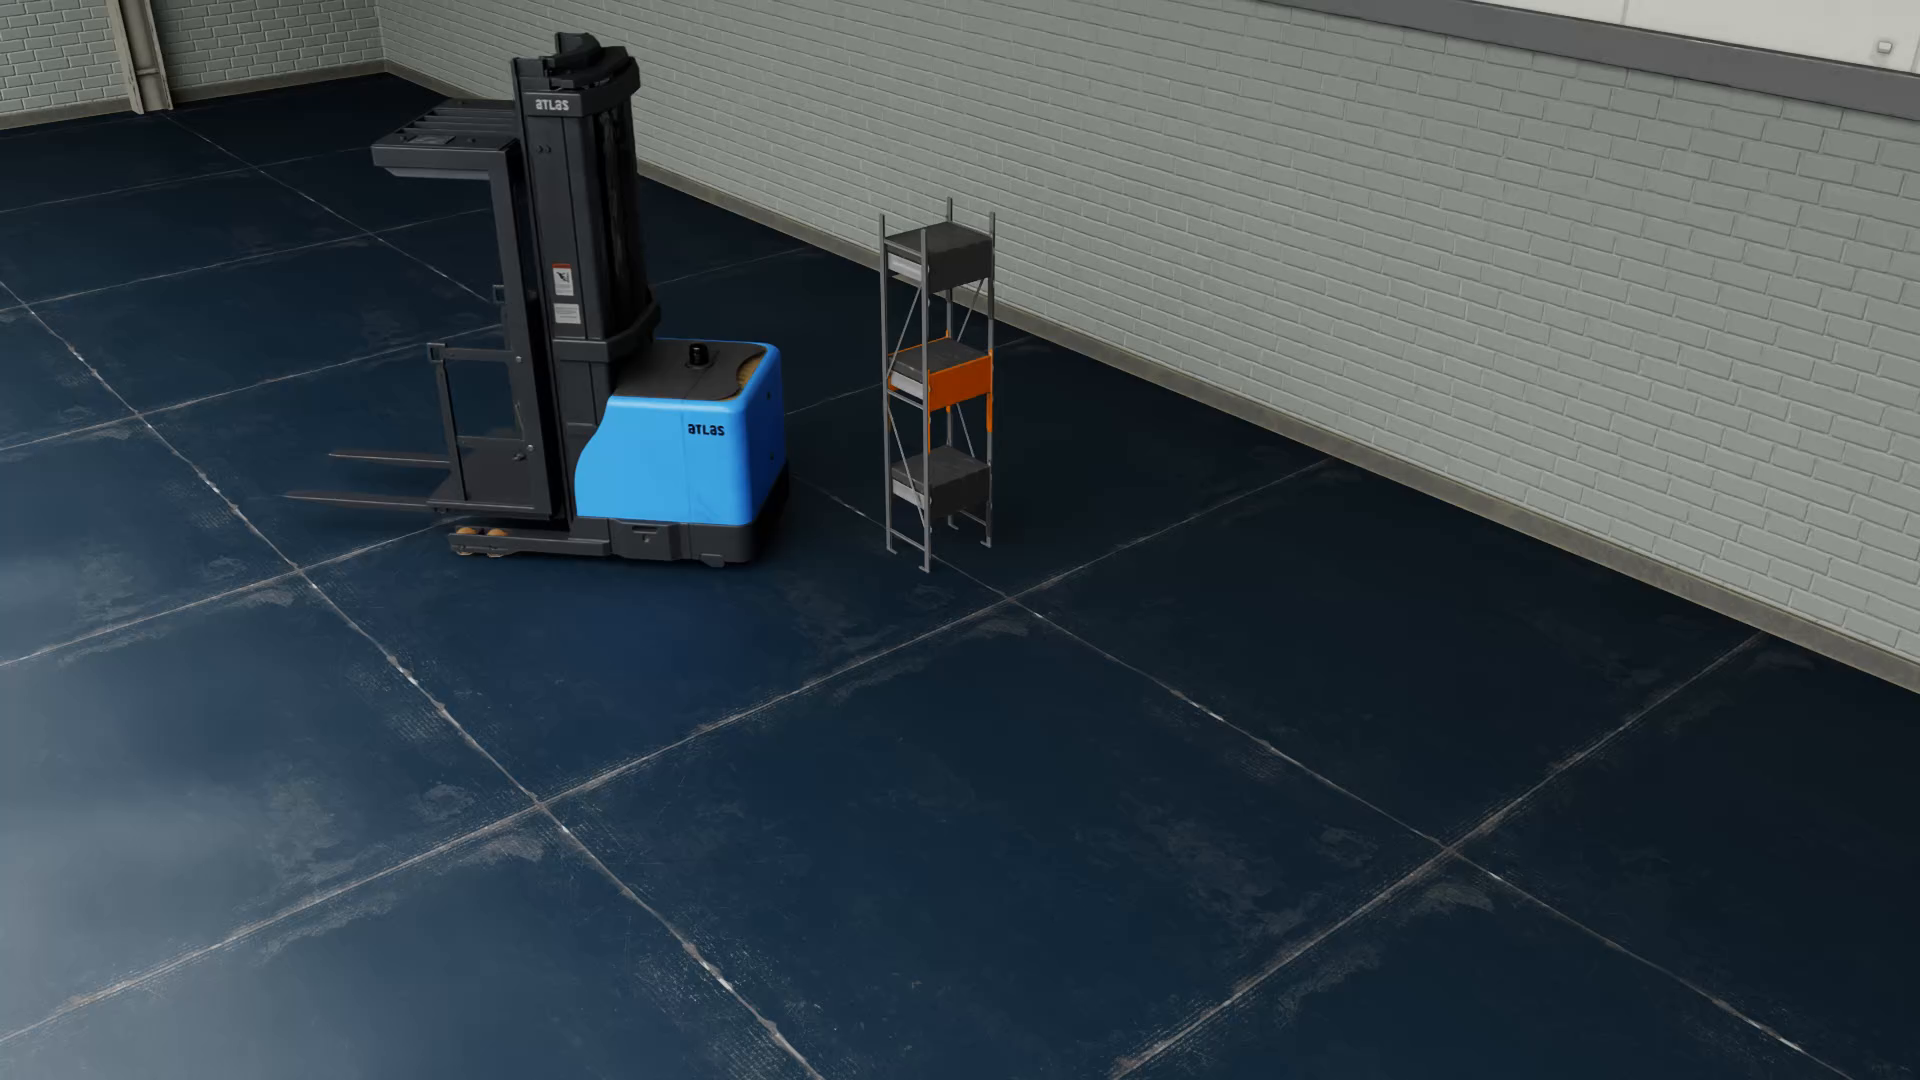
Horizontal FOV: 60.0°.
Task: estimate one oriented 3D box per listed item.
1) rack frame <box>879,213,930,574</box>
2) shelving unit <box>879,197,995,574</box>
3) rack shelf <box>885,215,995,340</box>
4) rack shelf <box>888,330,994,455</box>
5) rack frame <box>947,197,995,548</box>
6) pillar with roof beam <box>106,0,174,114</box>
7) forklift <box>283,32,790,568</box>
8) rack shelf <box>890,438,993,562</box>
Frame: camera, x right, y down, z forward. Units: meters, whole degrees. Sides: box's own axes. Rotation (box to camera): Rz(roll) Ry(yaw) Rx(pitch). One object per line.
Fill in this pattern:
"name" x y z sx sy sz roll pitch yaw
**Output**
"rack frame" -0.312 -0.801 9.521 0.015 2.100 0.400 -22 35 -35
"shelving unit" -0.126 -0.875 9.660 0.503 2.100 0.431 -22 35 -35
"rack shelf" -0.126 -1.481 9.337 0.480 0.518 0.431 -22 35 -35
"rack shelf" -0.126 -0.863 9.667 0.480 0.518 0.431 -22 35 -35
"rack frame" 0.060 -0.950 9.800 0.015 2.100 0.400 -22 35 -35
"pillar with roof beam" -6.863 -7.578 14.882 0.400 9.000 9.100 -22 35 -35
"forklift" -2.648 -1.429 9.814 3.031 2.935 1.130 4 28 7
"rack shelf" -0.126 -0.246 9.997 0.480 0.518 0.431 -22 35 -35
